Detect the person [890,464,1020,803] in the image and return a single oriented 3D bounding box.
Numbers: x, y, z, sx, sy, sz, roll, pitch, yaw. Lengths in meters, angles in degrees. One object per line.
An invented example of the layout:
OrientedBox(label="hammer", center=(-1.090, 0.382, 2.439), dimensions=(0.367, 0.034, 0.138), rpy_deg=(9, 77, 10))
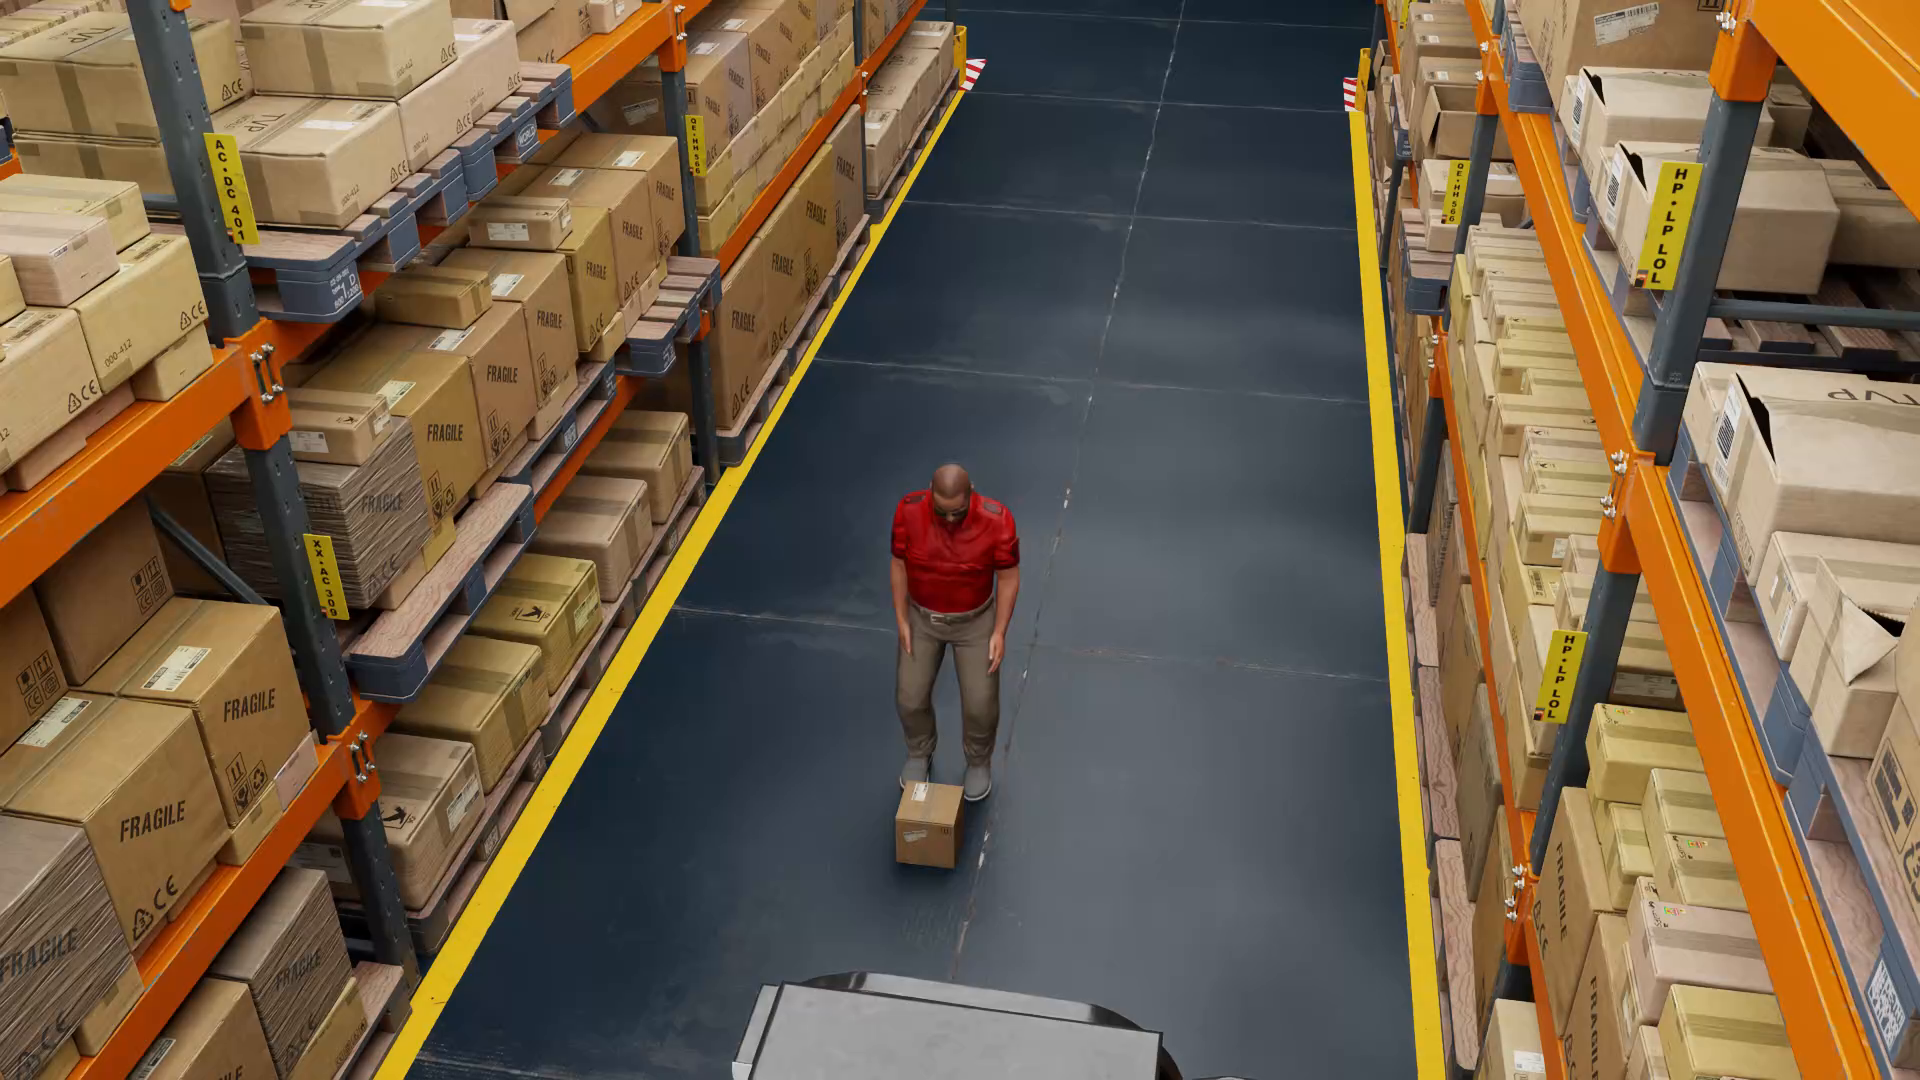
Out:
OrientedBox(label="person", center=(-0.025, 0.370, 7.126), dimensions=(0.557, 1.677, 0.400), rpy_deg=(6, 33, 9))
